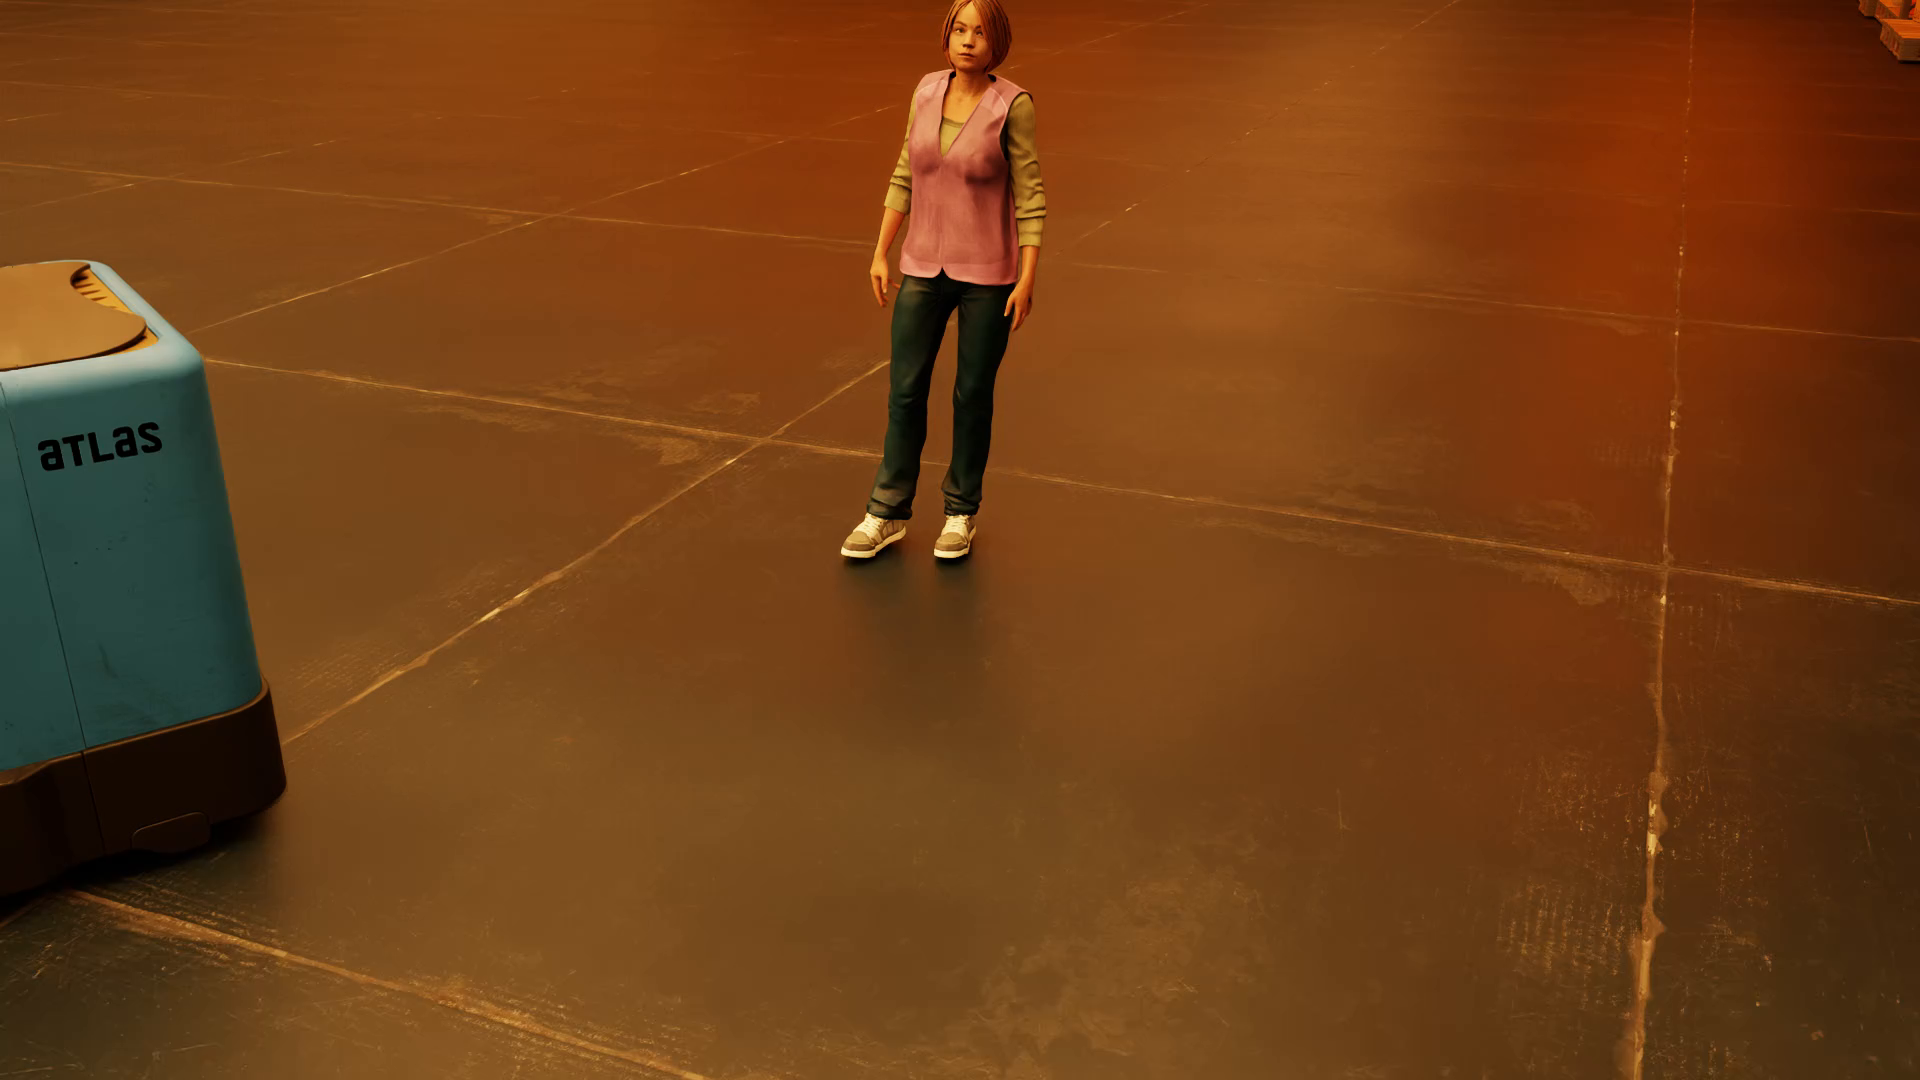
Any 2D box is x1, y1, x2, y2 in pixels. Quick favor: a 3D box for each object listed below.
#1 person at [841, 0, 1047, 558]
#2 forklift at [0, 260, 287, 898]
[{"bbox_3d":[-0.041,-0.719,4.723,0.521,1.599,0.473,9,24,21],"label":"person"},{"bbox_3d":[-2.958,-0.553,2.615,3.031,2.935,1.130,-15,27,-33],"label":"forklift"}]
